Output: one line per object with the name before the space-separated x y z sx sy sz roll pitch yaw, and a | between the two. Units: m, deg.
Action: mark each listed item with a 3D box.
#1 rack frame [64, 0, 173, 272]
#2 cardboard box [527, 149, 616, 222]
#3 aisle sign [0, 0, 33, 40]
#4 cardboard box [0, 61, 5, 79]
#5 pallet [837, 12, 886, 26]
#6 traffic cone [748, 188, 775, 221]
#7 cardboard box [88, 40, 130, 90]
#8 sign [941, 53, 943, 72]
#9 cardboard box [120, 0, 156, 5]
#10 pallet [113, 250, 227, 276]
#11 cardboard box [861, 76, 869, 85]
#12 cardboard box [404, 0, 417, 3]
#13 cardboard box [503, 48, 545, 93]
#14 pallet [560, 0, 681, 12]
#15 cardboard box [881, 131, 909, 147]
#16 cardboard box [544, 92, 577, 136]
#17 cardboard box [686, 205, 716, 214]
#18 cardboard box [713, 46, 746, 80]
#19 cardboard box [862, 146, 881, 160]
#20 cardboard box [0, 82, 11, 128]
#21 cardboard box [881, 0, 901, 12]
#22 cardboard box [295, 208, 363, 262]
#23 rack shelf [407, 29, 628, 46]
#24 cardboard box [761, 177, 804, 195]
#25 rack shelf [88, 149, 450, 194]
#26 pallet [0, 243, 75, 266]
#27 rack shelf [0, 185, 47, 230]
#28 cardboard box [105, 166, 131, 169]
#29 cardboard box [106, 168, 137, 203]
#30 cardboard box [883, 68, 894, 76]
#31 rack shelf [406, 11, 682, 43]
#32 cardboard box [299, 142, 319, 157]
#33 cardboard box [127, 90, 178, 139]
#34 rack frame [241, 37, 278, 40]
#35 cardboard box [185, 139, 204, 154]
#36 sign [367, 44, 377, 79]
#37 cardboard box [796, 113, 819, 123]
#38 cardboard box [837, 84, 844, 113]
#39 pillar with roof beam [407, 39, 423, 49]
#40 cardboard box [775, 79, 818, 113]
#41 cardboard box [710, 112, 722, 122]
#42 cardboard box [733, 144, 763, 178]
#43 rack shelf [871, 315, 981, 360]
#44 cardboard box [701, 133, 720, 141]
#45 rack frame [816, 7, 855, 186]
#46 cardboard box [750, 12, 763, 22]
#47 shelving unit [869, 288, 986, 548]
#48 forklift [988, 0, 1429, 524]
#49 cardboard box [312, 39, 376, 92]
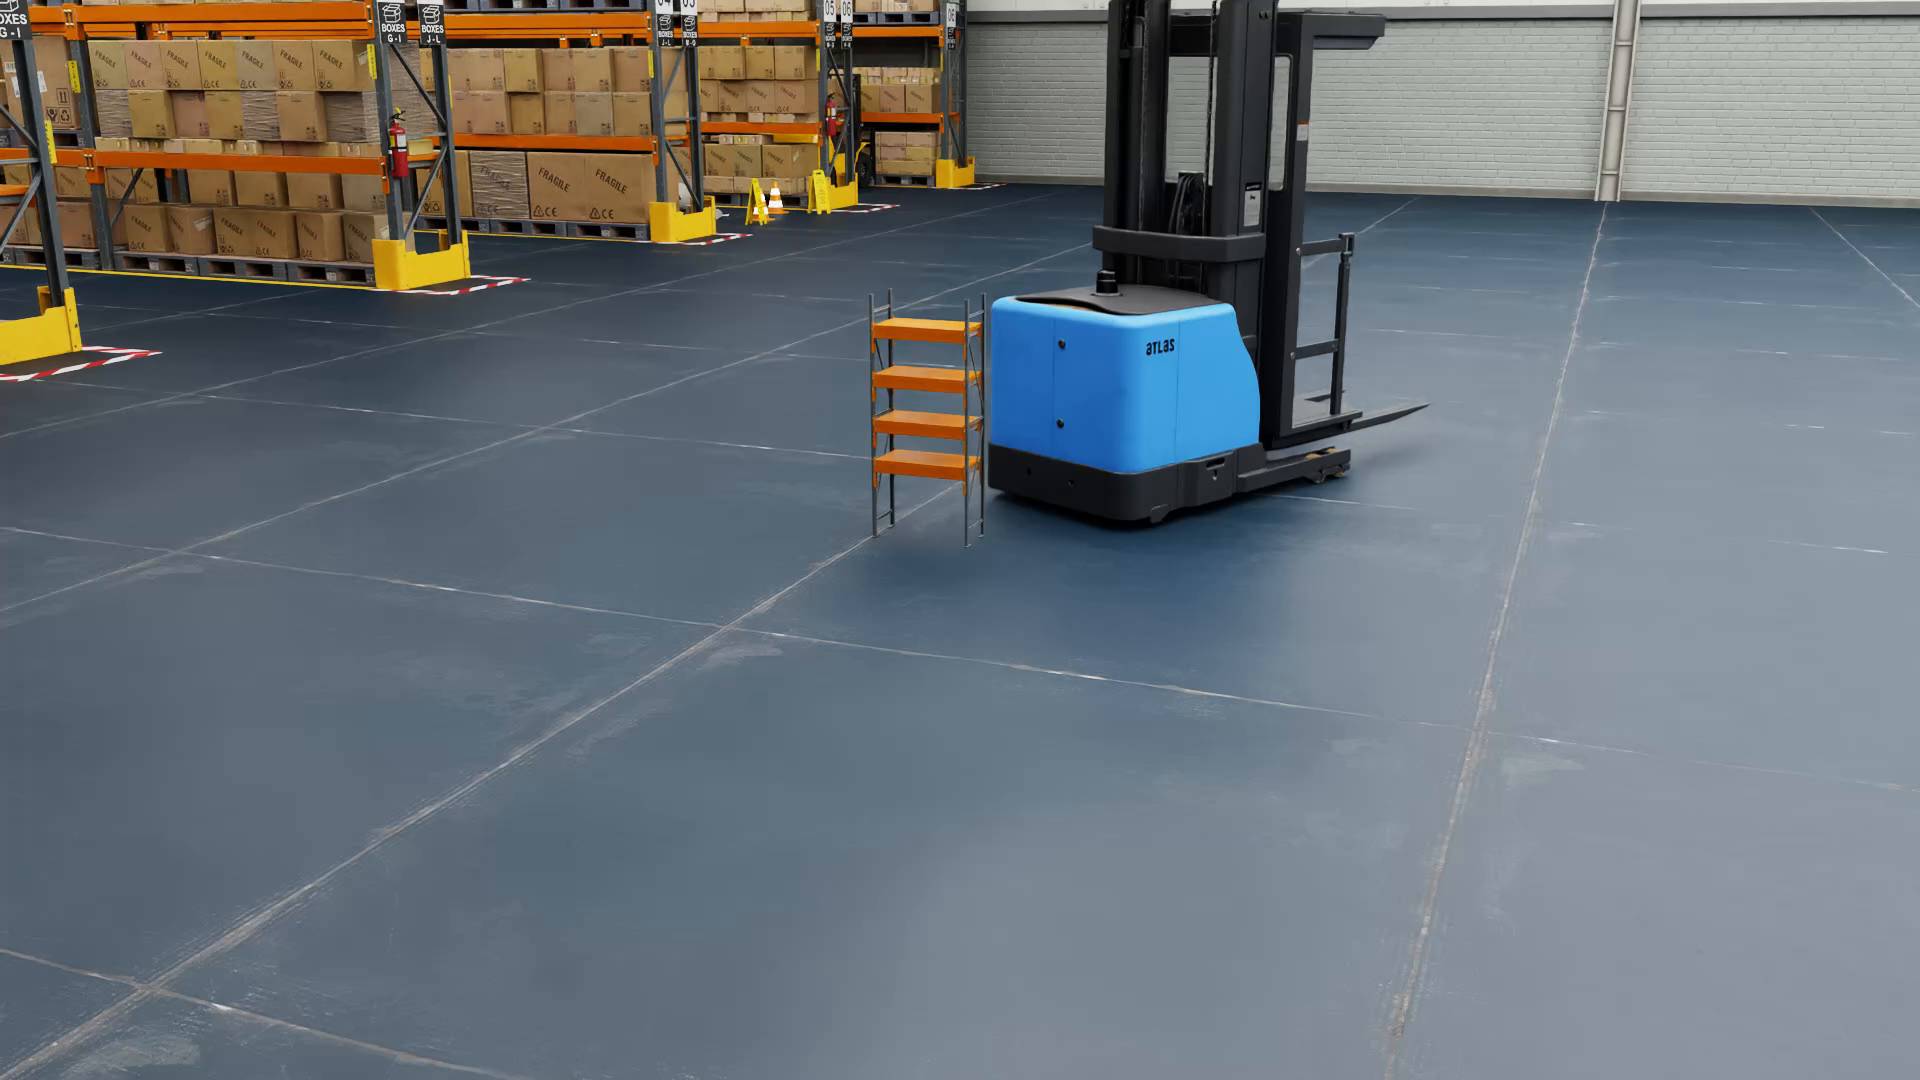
rack frame | -9.285 -4.550 18.468 0.127 3.000 1.000 6 17 21
cardboard box | -5.124 -4.740 22.179 0.875 0.875 0.875 6 17 20
aisle sign | -7.206 -4.174 12.507 0.004 0.787 0.394 6 17 21
cardboard box | -15.143 -7.425 25.864 0.500 0.500 0.500 7 17 22
pallet | -1.897 -9.601 30.642 1.213 0.211 1.003 6 17 21
traffic cone | -2.892 -4.880 24.153 0.334 0.463 0.336 6 17 21
cardboard box | -8.959 -5.109 17.887 0.500 0.500 0.500 6 17 21
sign | -0.322 -8.530 29.673 0.005 0.325 0.100 6 17 21
cardboard box | -8.466 -5.754 17.501 0.500 0.250 0.500 6 17 20
pallet | -8.647 -3.152 18.651 1.213 0.211 1.003 6 17 21
cardboard box | -1.737 -8.446 30.545 0.250 0.149 0.380 6 17 21
cardboard box | -5.917 -5.626 17.062 0.500 0.250 0.500 7 18 22
cardboard box | -5.538 -6.201 21.948 0.500 0.550 0.875 6 17 21
pallet | -4.344 -6.888 21.300 1.213 0.211 1.003 6 17 21
cardboard box | -1.130 -7.377 30.591 0.500 0.250 0.500 7 17 22
cardboard box | -5.006 -5.656 22.007 0.550 0.550 0.875 6 17 21
cardboard box | -3.887 -4.952 24.966 0.380 0.149 0.250 -12 20 -37
cardboard box | -3.463 -7.457 25.974 0.500 0.500 0.700 6 17 20
cardboard box | -1.628 -7.191 30.844 0.500 0.250 0.500 6 17 19
cardboard box | -10.931 -4.955 18.923 0.637 0.503 0.797 8 18 26
cardboard box | -1.228 -9.657 29.985 0.258 0.266 0.396 6 17 21
cardboard box | -6.707 -3.263 17.763 0.500 0.500 0.500 12 20 35
rack shelf | -7.509 -8.420 27.708 4.000 0.370 1.077 6 17 21
cardboard box | -2.800 -5.608 26.289 0.500 0.250 0.500 6 17 20
rack shelf | -7.424 -4.000 17.863 4.000 0.370 1.077 6 17 21
pallet | -11.148 -3.415 19.558 1.213 0.211 1.003 6 17 21
rack shelf | -9.241 -2.716 13.438 4.000 0.370 1.077 6 17 21
cardboard box | -12.298 -5.648 24.633 0.500 0.250 0.500 7 17 21
cardboard box | -12.281 -5.290 24.747 0.500 0.500 0.500 7 18 23
cardboard box | -1.219 -8.565 30.421 0.250 0.149 0.380 6 17 21
rack shelf | -5.510 -6.717 21.841 4.000 0.370 1.077 6 17 21
cardboard box | -6.615 -4.064 17.242 0.250 0.149 0.380 6 17 21
cardboard box | -8.436 -4.619 17.991 0.500 0.500 0.875 6 17 21
rack frame | -14.994 -9.636 35.985 0.127 3.000 1.000 6 17 21
cardboard box | -8.023 -4.208 17.740 0.250 0.149 0.380 6 17 21
sign | -5.786 -4.707 16.364 0.005 0.325 0.100 6 17 21
cardboard box | -2.354 -6.574 25.887 0.250 0.149 0.380 7 18 22
cardboard box | -2.092 -8.186 30.811 0.500 0.500 0.500 6 17 21
pillar with roof beam | -13.169 -11.296 30.944 0.400 9.000 9.100 6 17 21
cardboard box | -2.533 -6.886 25.801 0.500 0.500 0.500 6 17 20
cardboard box | -3.769 -6.735 26.443 0.250 0.149 0.380 6 17 21
cardboard box | -3.255 -6.020 26.362 0.500 0.500 0.500 7 18 23
rack shelf | -0.154 -0.971 7.955 0.480 0.148 0.258 6 17 21
cardboard box | -5.039 -7.601 32.483 0.625 0.625 0.875 6 17 20
rack frame | -1.927 -6.711 25.911 0.127 3.000 1.000 6 17 21
cardboard box | -3.051 -8.091 25.735 0.250 0.149 0.380 6 17 21
shelving unit | -0.154 -0.593 8.065 0.503 1.200 0.258 6 17 21
forklift | 1.570 -1.816 9.172 3.031 2.935 1.130 -15 22 -41
cardboard box | -6.166 -4.804 16.836 0.500 0.500 0.500 6 17 21
